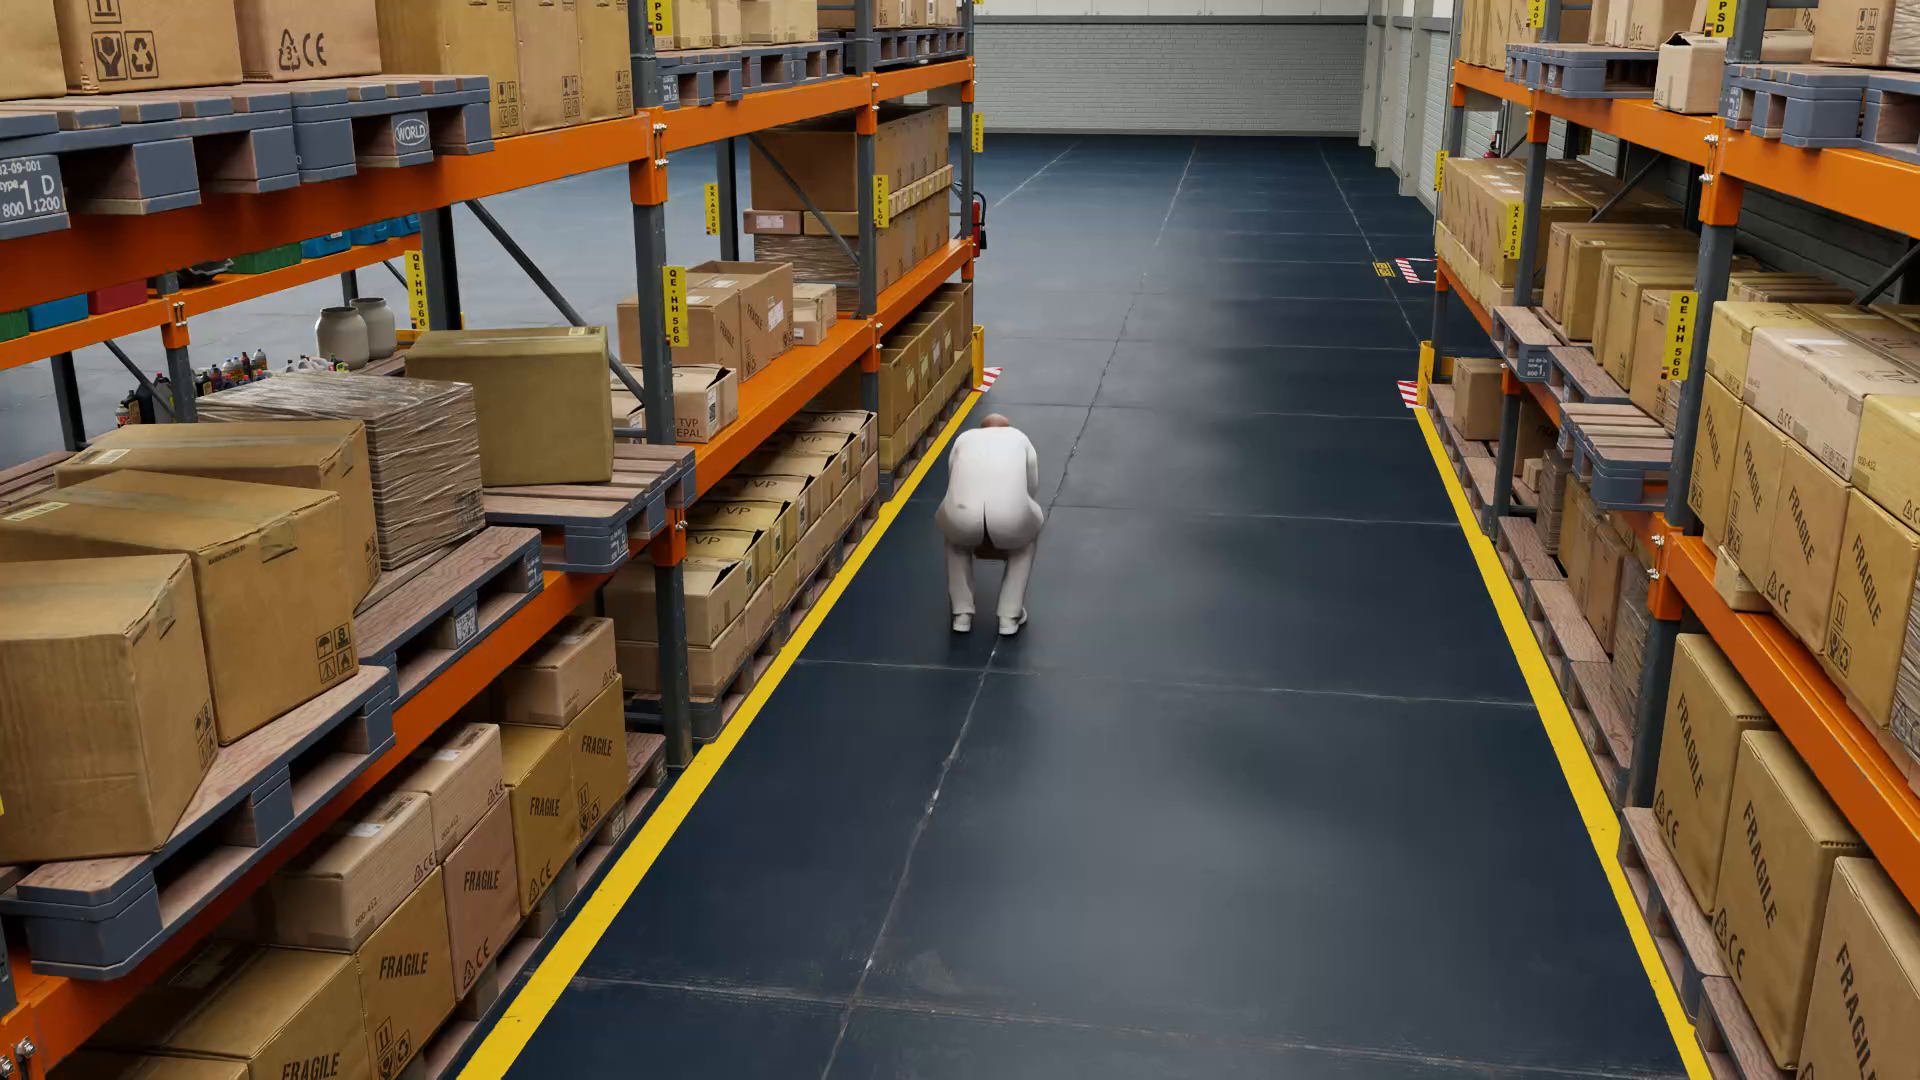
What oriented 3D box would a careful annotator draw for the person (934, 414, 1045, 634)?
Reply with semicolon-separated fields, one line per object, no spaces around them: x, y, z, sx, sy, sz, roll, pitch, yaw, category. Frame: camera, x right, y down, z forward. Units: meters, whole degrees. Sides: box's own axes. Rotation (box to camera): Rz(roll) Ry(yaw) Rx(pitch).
0.173;-0.091;9.066;0.593;1.048;0.942;2;18;6;person
